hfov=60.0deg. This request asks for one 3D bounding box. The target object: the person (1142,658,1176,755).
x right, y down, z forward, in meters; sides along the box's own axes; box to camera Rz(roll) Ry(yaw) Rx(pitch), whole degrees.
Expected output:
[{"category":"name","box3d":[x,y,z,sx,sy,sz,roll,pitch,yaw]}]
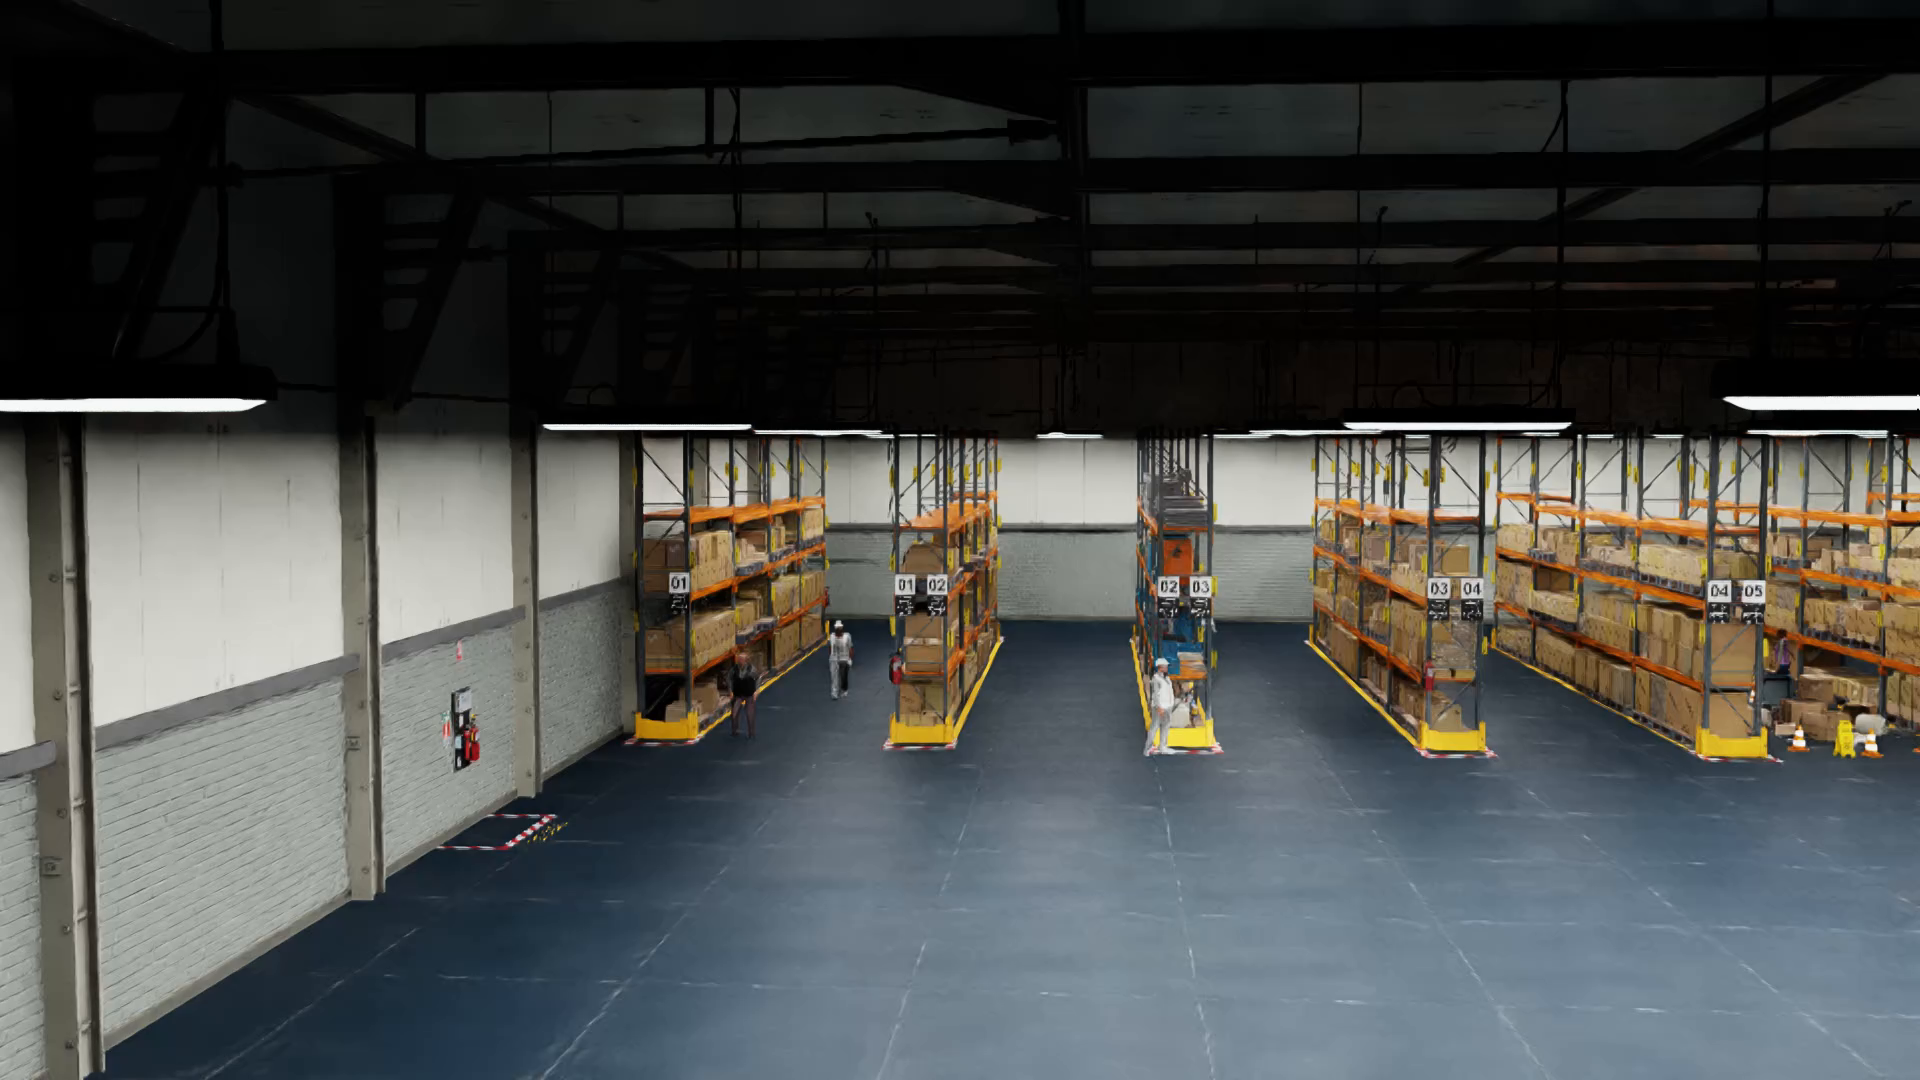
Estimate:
[{"category":"person","box3d":[3.604,3.026,30.188,0.440,1.766,0.690,3,4,37]}]

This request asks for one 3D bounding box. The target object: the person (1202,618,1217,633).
[{"category":"person","box3d":[7.310,1.879,49.302,0.485,1.787,0.735,-2,4,-26]}]

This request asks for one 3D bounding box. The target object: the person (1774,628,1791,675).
[{"category":"person","box3d":[17.999,2.722,36.449,0.531,1.588,0.535,2,4,30]}]

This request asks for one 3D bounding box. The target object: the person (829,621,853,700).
[{"category":"person","box3d":[-2.654,2.642,36.842,0.571,1.733,1.042,0,3,3]}]

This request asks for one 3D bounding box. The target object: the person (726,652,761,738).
[{"category":"person","box3d":[-4.154,2.976,31.922,0.677,1.671,0.534,0,3,3]}]
